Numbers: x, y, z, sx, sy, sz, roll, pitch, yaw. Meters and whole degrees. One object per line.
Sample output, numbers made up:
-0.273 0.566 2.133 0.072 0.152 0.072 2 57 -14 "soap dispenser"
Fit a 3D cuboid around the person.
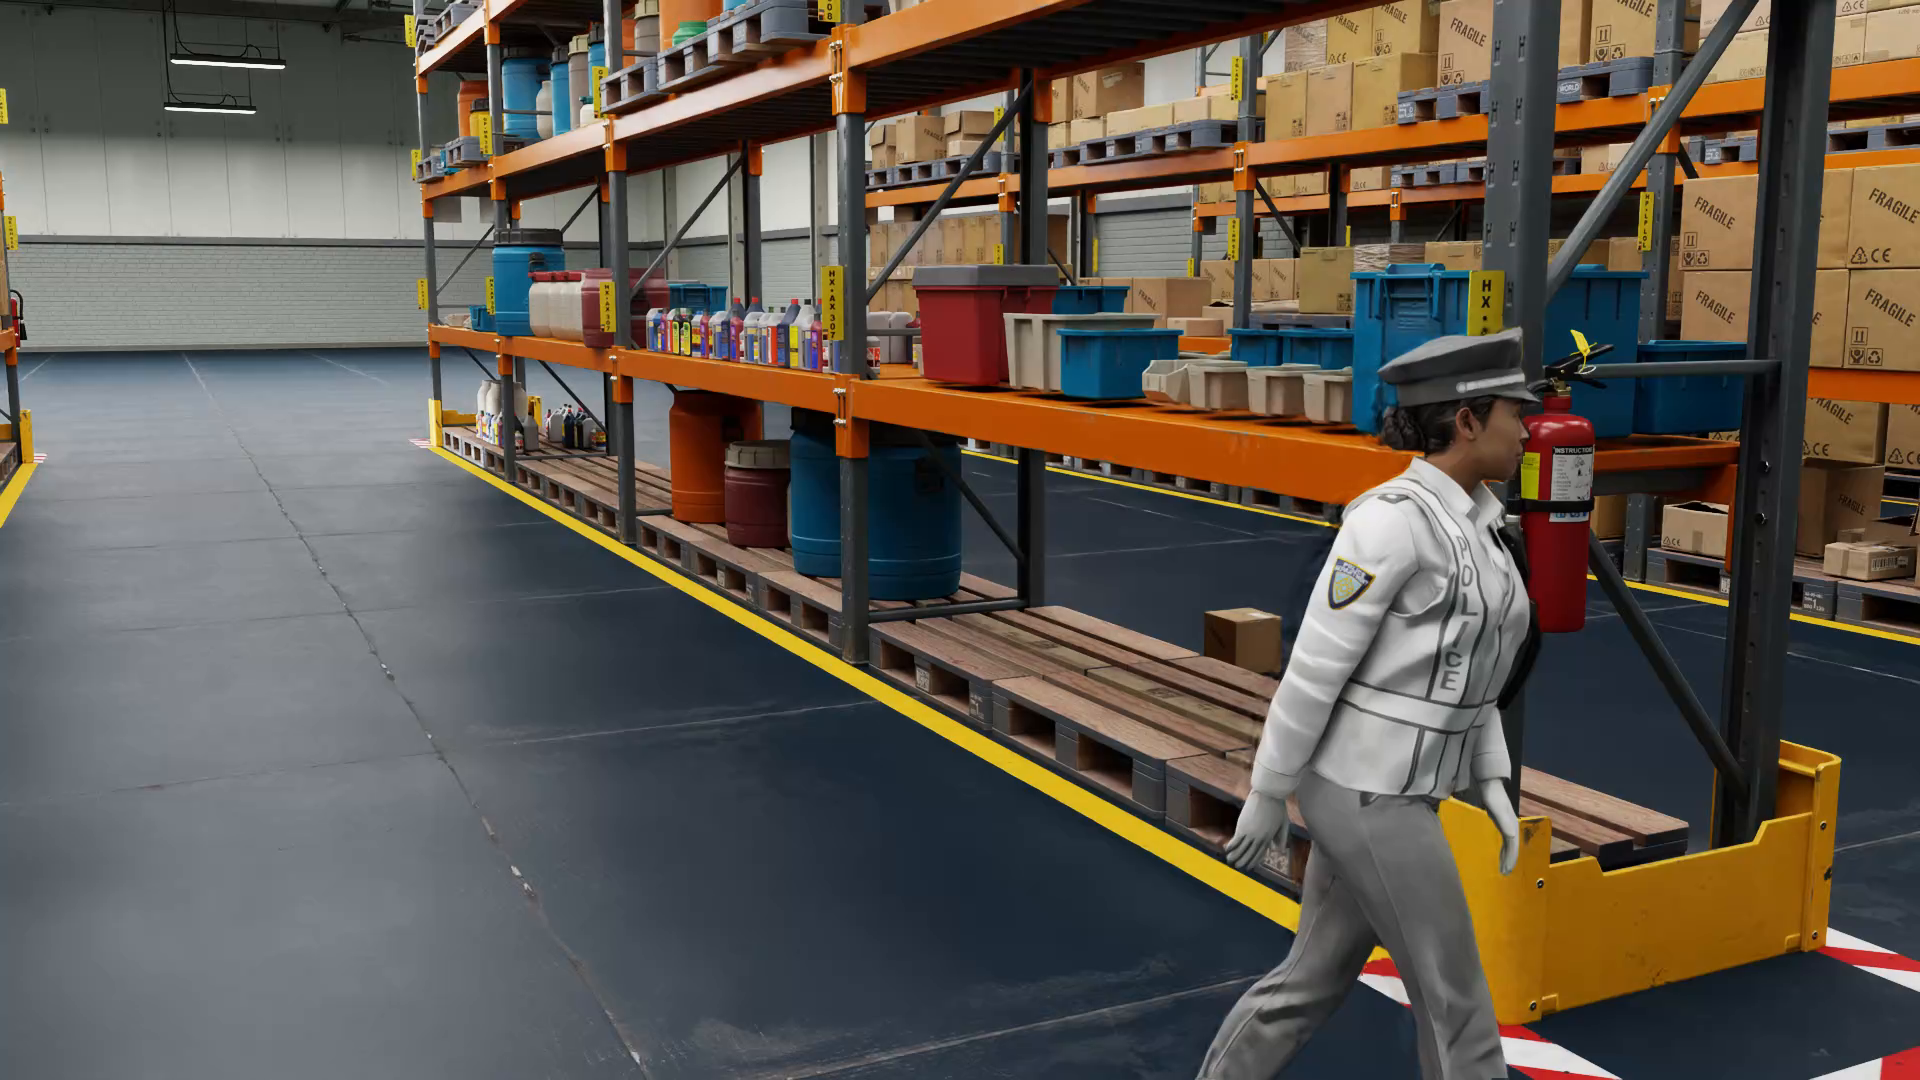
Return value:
0.816 0.440 2.924 0.917 1.618 0.502 5 10 32 "person"
